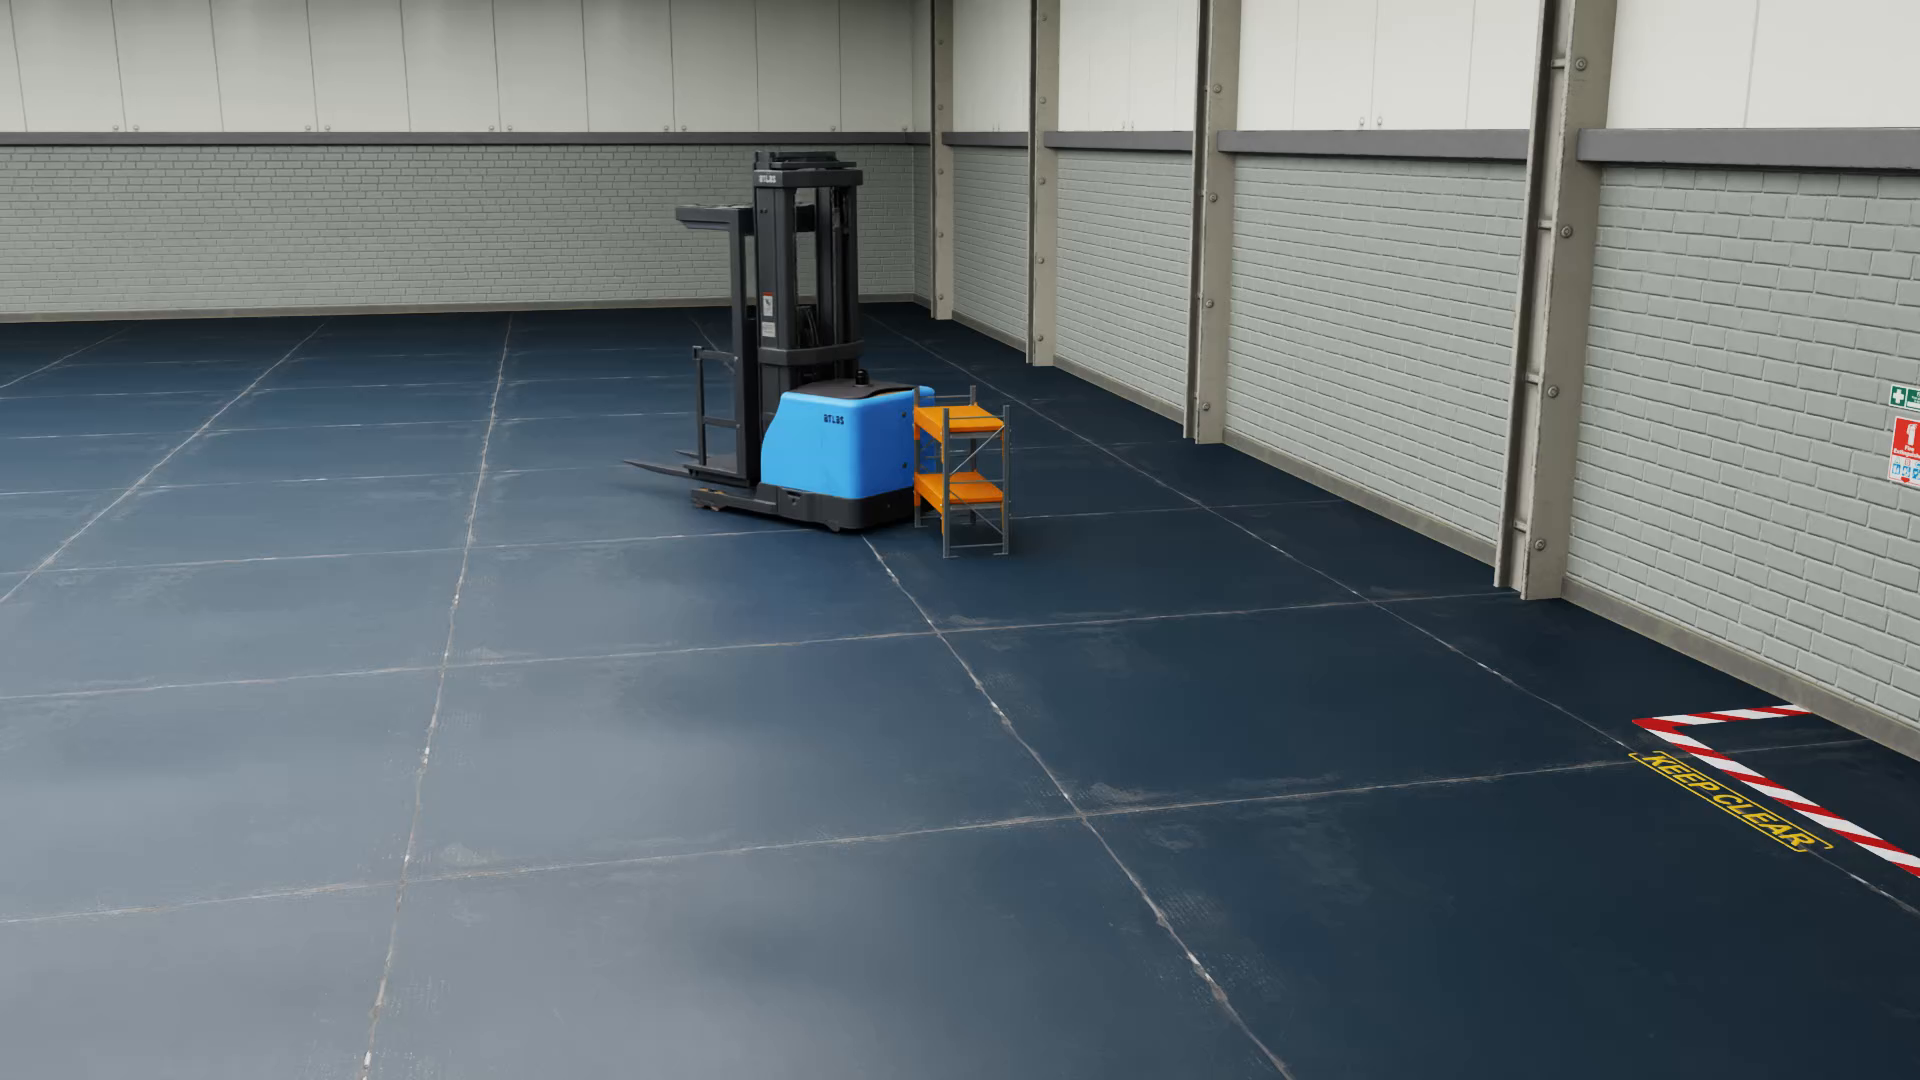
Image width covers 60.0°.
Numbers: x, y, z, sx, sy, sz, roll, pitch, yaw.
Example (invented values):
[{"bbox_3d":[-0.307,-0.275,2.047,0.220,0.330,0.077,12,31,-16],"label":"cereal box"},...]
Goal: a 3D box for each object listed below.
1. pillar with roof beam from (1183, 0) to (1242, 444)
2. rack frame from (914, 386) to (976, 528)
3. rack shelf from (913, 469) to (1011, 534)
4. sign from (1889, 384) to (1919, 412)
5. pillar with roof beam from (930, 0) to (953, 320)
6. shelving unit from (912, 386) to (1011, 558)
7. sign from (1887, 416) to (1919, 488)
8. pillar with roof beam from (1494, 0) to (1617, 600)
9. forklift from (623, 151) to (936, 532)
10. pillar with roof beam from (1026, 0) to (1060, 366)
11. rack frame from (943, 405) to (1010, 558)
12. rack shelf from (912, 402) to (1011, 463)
[{"bbox_3d":[-1.667,-5.163,15.099,9.100,9.000,0.400,-3,14,-13],"label":"pillar with roof beam"},{"bbox_3d":[-0.118,-0.662,13.267,0.500,1.125,0.032,-3,14,-13],"label":"rack frame"},{"bbox_3d":[0.002,-0.307,12.845,0.538,0.278,1.000,-3,14,-13],"label":"rack shelf"},{"bbox_3d":[4.756,-0.699,8.276,0.001,0.109,0.331,-3,14,-13],"label":"sign"},{"bbox_3d":[-4.485,-7.931,26.430,9.100,9.000,0.400,-3,14,-13],"label":"pillar with roof beam"},{"bbox_3d":[0.002,-0.545,12.787,0.538,1.125,1.048,-3,14,-13],"label":"shelving unit"},{"bbox_3d":[4.763,-0.443,8.345,0.001,0.329,0.234,-3,14,-13],"label":"sign"},{"bbox_3d":[-0.257,-3.779,9.433,9.100,9.000,0.400,-3,14,-13],"label":"pillar with roof beam"},{"bbox_3d":[-1.644,-1.752,13.921,3.031,2.935,1.130,11,18,38],"label":"forklift"},{"bbox_3d":[-3.076,-6.547,20.764,9.100,9.000,0.400,-3,14,-13],"label":"pillar with roof beam"},{"bbox_3d":[0.121,-0.428,12.307,0.500,1.125,0.032,-3,14,-13],"label":"rack frame"},{"bbox_3d":[0.002,-0.829,12.718,0.538,0.278,1.000,-3,14,-13],"label":"rack shelf"}]
